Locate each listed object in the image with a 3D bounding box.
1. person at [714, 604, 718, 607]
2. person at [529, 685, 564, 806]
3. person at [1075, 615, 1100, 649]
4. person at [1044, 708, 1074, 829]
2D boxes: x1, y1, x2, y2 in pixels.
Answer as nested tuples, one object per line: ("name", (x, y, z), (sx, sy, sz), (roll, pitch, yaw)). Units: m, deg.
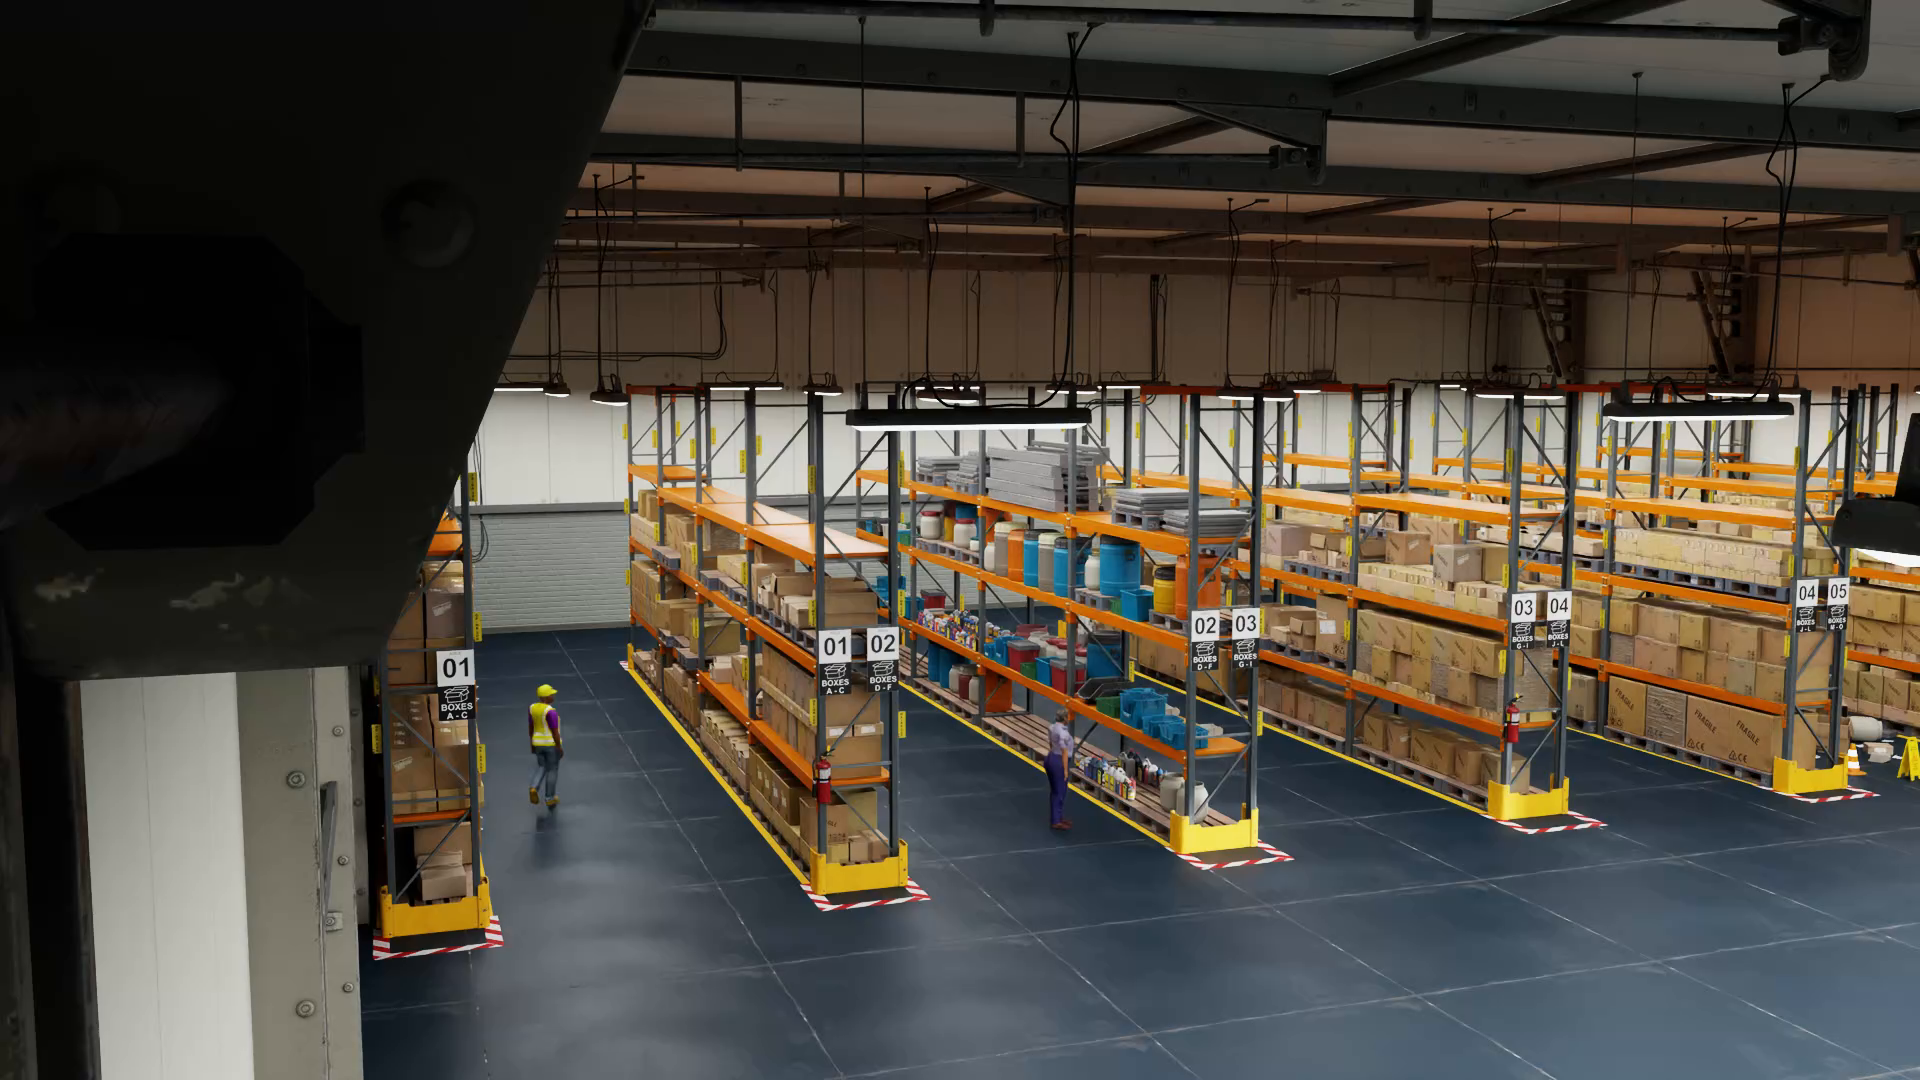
("person", (-5.679, 1.445, 38.597), (0.499, 1.772, 0.680), (-1, 6, -12))
("person", (-5.997, 2.959, 24.031), (0.581, 1.760, 0.487), (3, 6, 24))
("person", (2.557, 1.941, 33.522), (0.554, 1.679, 0.473), (2, 6, 22))
("person", (1.380, 3.140, 22.957), (0.385, 1.665, 0.495), (-2, 6, -17))
